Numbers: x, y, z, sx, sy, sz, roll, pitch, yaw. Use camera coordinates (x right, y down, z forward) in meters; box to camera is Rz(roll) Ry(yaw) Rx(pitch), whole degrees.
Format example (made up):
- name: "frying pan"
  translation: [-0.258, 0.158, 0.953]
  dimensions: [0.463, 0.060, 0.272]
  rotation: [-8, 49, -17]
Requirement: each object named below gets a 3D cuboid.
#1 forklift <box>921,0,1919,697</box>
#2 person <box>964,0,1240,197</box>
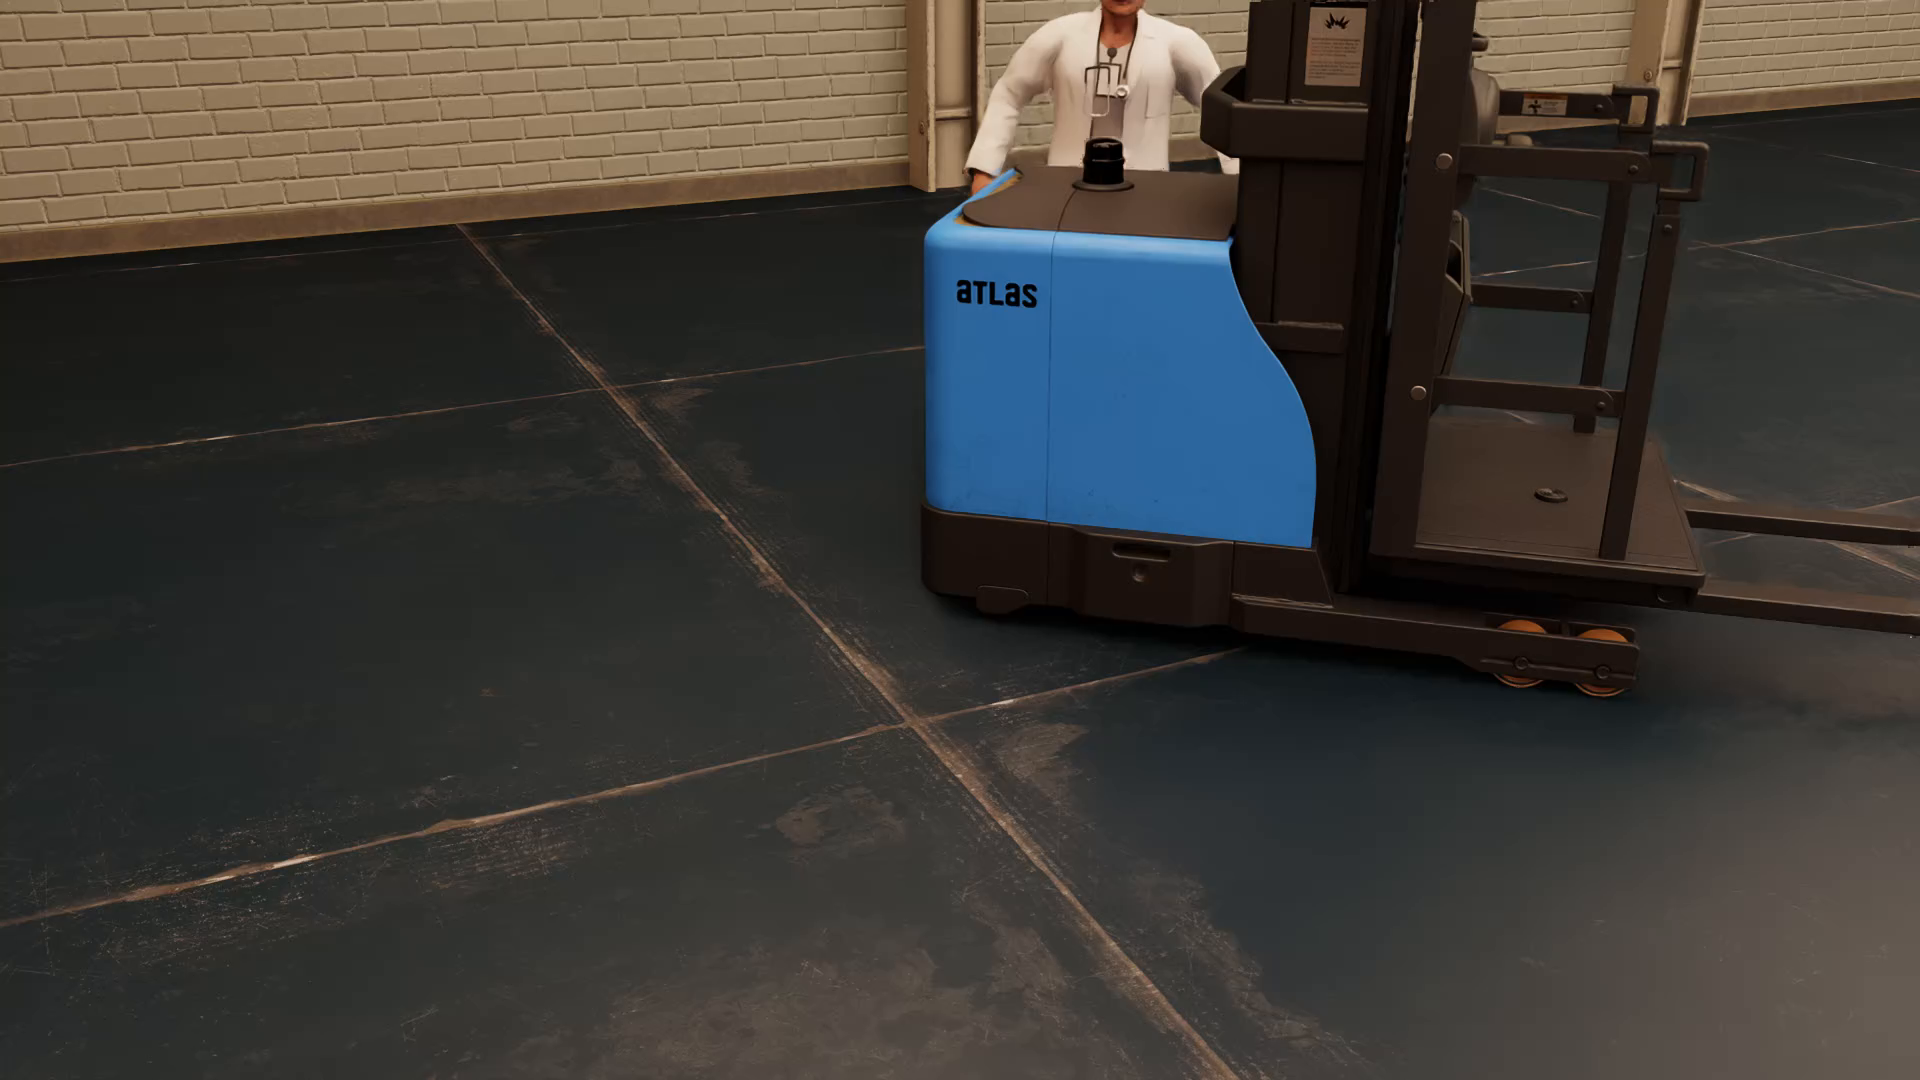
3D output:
- name: "forklift"
  translation: [1.468, -1.187, 4.144]
  dimensions: [3.031, 2.935, 1.130]
  rotation: [6, 23, 14]
- name: "person"
  translation: [0.481, -1.050, 5.429]
  dimensions: [0.970, 1.732, 0.609]
  rotation: [4, 23, 9]
